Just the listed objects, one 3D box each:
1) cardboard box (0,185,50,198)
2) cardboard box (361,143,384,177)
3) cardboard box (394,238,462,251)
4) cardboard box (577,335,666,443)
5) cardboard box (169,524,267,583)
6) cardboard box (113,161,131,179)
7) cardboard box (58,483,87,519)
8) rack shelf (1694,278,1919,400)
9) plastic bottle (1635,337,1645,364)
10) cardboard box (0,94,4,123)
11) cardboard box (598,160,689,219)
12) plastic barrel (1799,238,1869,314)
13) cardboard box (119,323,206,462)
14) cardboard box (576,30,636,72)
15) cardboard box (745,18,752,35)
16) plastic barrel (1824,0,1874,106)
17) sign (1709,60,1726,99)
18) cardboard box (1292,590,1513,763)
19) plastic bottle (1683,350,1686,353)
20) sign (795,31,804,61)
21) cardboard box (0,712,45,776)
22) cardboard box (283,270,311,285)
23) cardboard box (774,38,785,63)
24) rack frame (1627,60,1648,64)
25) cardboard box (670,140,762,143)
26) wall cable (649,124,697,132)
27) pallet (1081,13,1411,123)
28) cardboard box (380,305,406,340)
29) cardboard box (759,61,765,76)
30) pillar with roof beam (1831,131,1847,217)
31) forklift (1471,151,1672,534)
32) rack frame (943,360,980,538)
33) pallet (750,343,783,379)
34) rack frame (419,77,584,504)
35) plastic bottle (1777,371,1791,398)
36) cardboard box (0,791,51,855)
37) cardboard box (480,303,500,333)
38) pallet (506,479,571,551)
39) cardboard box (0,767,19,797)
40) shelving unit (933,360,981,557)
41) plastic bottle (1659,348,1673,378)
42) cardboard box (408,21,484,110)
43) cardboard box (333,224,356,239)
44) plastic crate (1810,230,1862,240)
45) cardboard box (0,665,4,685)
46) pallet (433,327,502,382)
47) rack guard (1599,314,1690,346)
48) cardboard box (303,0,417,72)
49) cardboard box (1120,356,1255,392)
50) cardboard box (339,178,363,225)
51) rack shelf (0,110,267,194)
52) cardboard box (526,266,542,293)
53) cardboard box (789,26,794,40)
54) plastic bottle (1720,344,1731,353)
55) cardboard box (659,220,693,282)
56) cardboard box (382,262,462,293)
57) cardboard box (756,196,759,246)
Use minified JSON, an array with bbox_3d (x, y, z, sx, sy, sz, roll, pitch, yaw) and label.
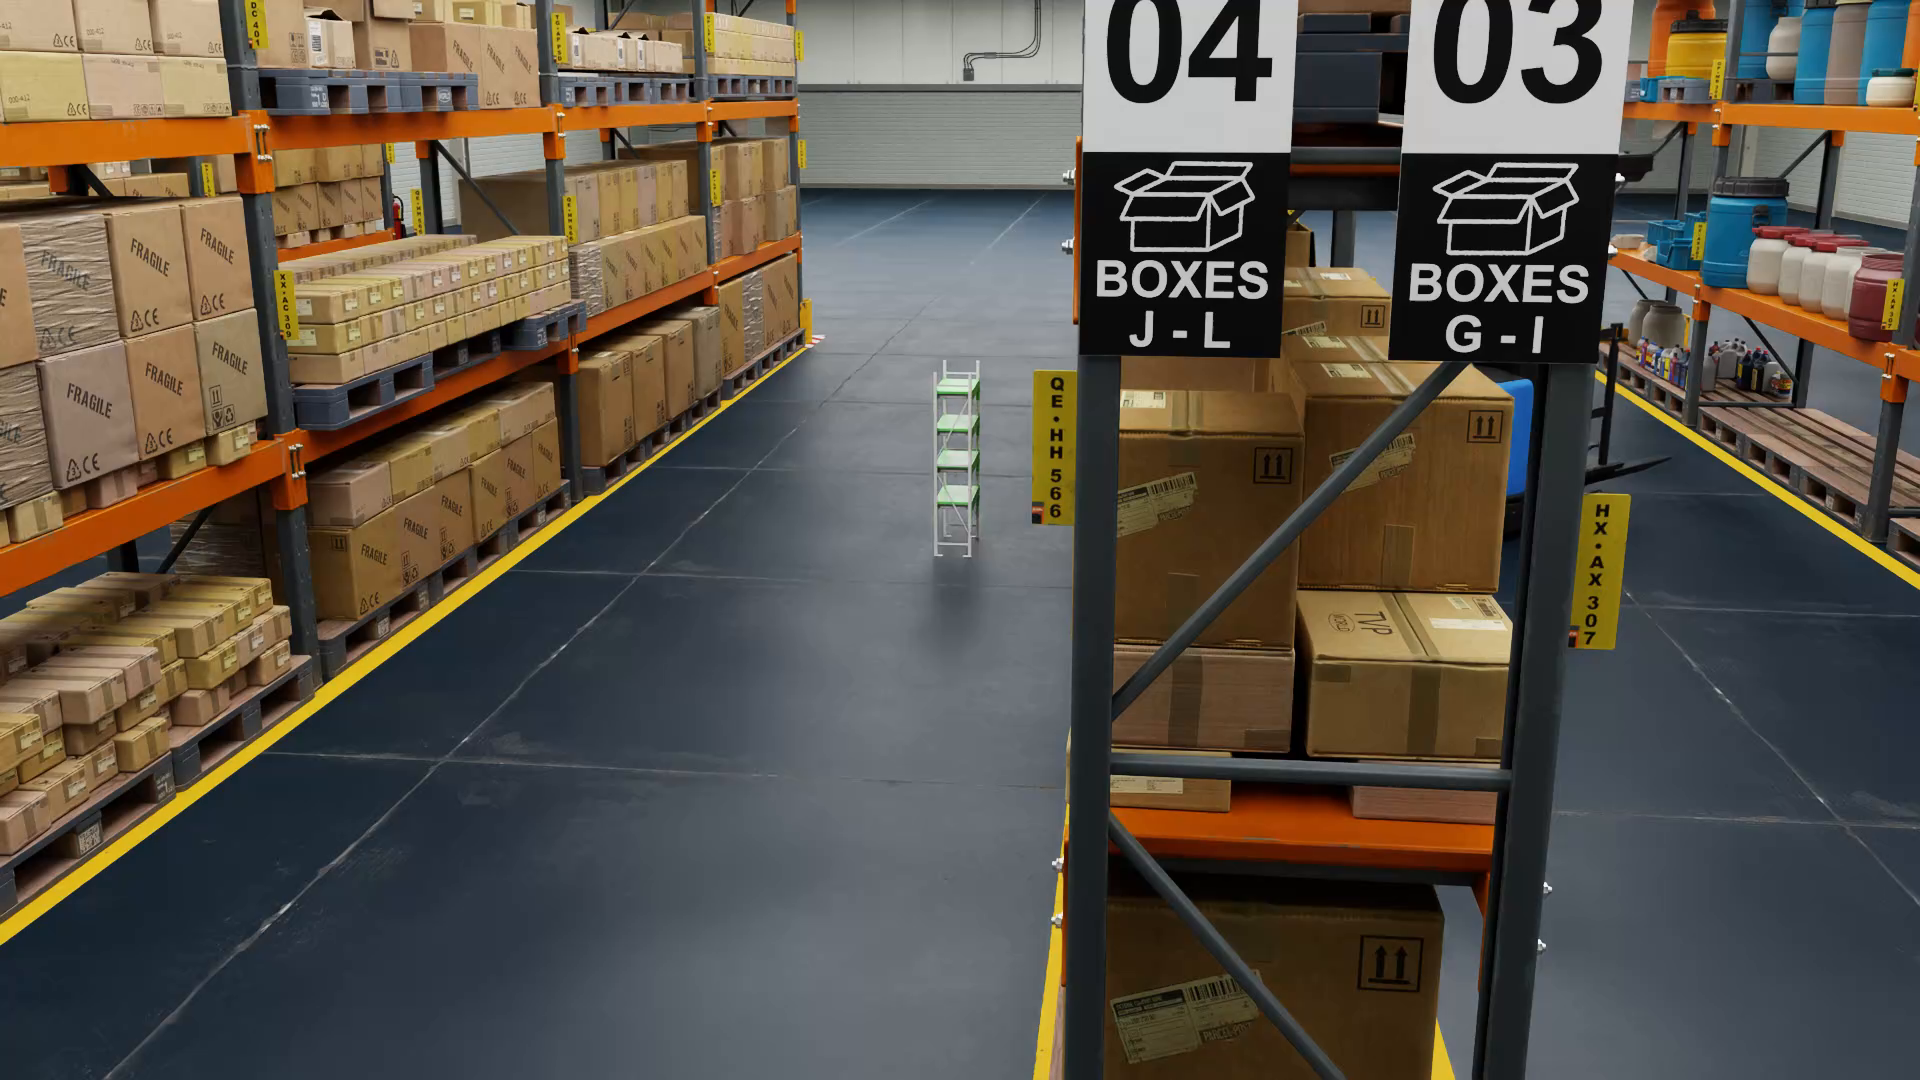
[{"bbox_3d":[-7.820,-2.641,13.617,0.500,0.500,0.500,2,15,7],"label":"cardboard box"},{"bbox_3d":[-7.144,-4.474,19.284,0.700,0.500,0.500,1,15,5],"label":"cardboard box"},{"bbox_3d":[-3.549,-1.928,11.084,0.380,0.149,0.250,1,15,5],"label":"cardboard box"},{"bbox_3d":[-3.023,-1.243,13.516,1.050,0.750,0.750,2,15,7],"label":"cardboard box"},{"bbox_3d":[-3.894,0.098,9.036,0.500,0.500,0.500,1,15,5],"label":"cardboard box"},{"bbox_3d":[-7.647,-3.303,14.822,0.380,0.149,0.250,1,15,5],"label":"cardboard box"},{"bbox_3d":[-3.674,-0.165,6.505,0.380,0.149,0.250,1,15,5],"label":"cardboard box"},{"bbox_3d":[6.788,-1.597,12.700,1.077,0.370,4.000,2,15,6],"label":"rack shelf"},{"bbox_3d":[6.950,-1.935,16.954,0.097,0.271,0.097,0,15,0],"label":"plastic bottle"},{"bbox_3d":[-3.696,-1.557,5.716,0.500,0.250,0.500,2,15,6],"label":"cardboard box"},{"bbox_3d":[-2.875,-3.183,15.080,0.700,0.500,0.500,1,15,5],"label":"cardboard box"},{"bbox_3d":[6.556,-1.984,12.494,0.433,0.535,0.433,0,15,0],"label":"plastic barrel"},{"bbox_3d":[-3.561,-0.630,6.983,0.500,0.500,0.500,1,15,5],"label":"cardboard box"},{"bbox_3d":[-2.862,-3.844,13.060,0.500,0.311,0.500,1,15,5],"label":"cardboard box"},{"bbox_3d":[-2.304,-5.158,16.703,0.380,0.149,0.250,2,15,6],"label":"cardboard box"},{"bbox_3d":[7.098,-3.845,12.928,0.600,0.901,0.600,0,15,0],"label":"plastic barrel"},{"bbox_3d":[6.468,-3.934,14.202,0.100,0.325,0.005,2,15,6],"label":"sign"},{"bbox_3d":[1.060,0.316,3.965,0.500,0.250,0.500,1,15,5],"label":"cardboard box"},{"bbox_3d":[6.962,-1.677,15.978,0.061,0.283,0.133,2,15,6],"label":"plastic bottle"},{"bbox_3d":[-1.836,-5.636,18.968,0.100,0.325,0.005,2,15,6],"label":"sign"},{"bbox_3d":[-3.653,0.750,6.161,0.380,0.149,0.250,2,15,7],"label":"cardboard box"},{"bbox_3d":[-3.786,-1.390,9.091,0.380,0.149,0.250,2,15,6],"label":"cardboard box"},{"bbox_3d":[-2.208,-5.324,18.079,0.500,0.250,0.500,2,15,6],"label":"cardboard box"},{"bbox_3d":[7.465,-6.396,17.578,1.000,3.000,0.127,2,15,6],"label":"rack frame"},{"bbox_3d":[-2.623,-4.031,17.965,0.875,0.550,0.550,2,15,6],"label":"cardboard box"},{"bbox_3d":[-8.178,-13.832,51.026,3.097,2.526,0.112,2,15,6],"label":"wall cable"},{"bbox_3d":[0.811,-1.094,3.886,1.003,0.211,1.213,2,15,6],"label":"pallet"},{"bbox_3d":[-3.170,-1.154,8.791,0.380,0.149,0.250,2,15,8],"label":"cardboard box"},{"bbox_3d":[-2.247,-4.905,17.292,0.380,0.149,0.250,2,15,7],"label":"cardboard box"},{"bbox_3d":[16.520,-12.249,39.222,9.100,9.000,0.400,2,15,6],"label":"pillar with roof beam"},{"bbox_3d":[4.027,-1.658,11.679,3.031,2.935,1.130,-12,19,-37],"label":"forklift"},{"bbox_3d":[0.009,-0.600,11.081,0.240,1.200,0.015,2,15,6],"label":"rack frame"},{"bbox_3d":[-2.526,-1.947,17.959,1.003,0.211,1.213,2,15,6],"label":"pallet"},{"bbox_3d":[-3.276,-1.744,11.864,1.000,3.000,0.127,2,15,6],"label":"rack frame"},{"bbox_3d":[7.485,-1.428,15.081,0.097,0.271,0.097,0,15,0],"label":"plastic bottle"},{"bbox_3d":[-3.646,1.049,6.193,0.380,0.149,0.250,1,15,4],"label":"cardboard box"},{"bbox_3d":[-3.025,-1.351,10.089,0.380,0.149,0.250,2,15,8],"label":"cardboard box"},{"bbox_3d":[-3.366,-0.195,11.479,1.003,0.211,1.213,2,15,6],"label":"pallet"},{"bbox_3d":[-3.776,0.891,6.209,0.380,0.149,0.250,2,15,9],"label":"cardboard box"},{"bbox_3d":[-0.019,-0.536,10.847,0.258,1.200,0.503,2,15,6],"label":"shelving unit"},{"bbox_3d":[6.880,-1.712,16.121,0.152,0.276,0.135,2,15,7],"label":"plastic bottle"},{"bbox_3d":[-3.192,-2.825,9.924,0.500,0.500,0.500,2,15,6],"label":"cardboard box"},{"bbox_3d":[-7.101,-3.511,18.882,0.380,0.149,0.250,2,15,7],"label":"cardboard box"},{"bbox_3d":[7.263,-2.359,14.018,0.402,0.464,0.583,2,15,6],"label":"plastic crate"},{"bbox_3d":[-4.107,0.605,6.695,0.380,0.149,0.250,1,15,4],"label":"cardboard box"},{"bbox_3d":[-3.459,-1.136,9.986,1.003,0.211,1.213,2,15,6],"label":"pallet"},{"bbox_3d":[7.503,-2.273,18.609,1.175,0.500,0.348,2,15,6],"label":"rack guard"},{"bbox_3d":[-3.423,-2.804,9.035,0.797,0.503,0.637,1,15,6],"label":"cardboard box"},{"bbox_3d":[0.764,-0.588,5.871,0.500,0.500,0.500,1,15,4],"label":"cardboard box"},{"bbox_3d":[-7.152,-3.851,18.897,0.500,0.500,0.500,2,15,6],"label":"cardboard box"},{"bbox_3d":[-3.953,-1.288,5.812,1.077,0.370,4.000,2,15,6],"label":"rack shelf"},{"bbox_3d":[-2.935,-1.690,10.771,0.380,0.149,0.250,2,15,8],"label":"cardboard box"},{"bbox_3d":[-2.074,-5.684,18.647,0.380,0.149,0.250,2,15,7],"label":"cardboard box"},{"bbox_3d":[7.622,-1.808,16.478,0.152,0.276,0.135,1,15,5],"label":"plastic bottle"},{"bbox_3d":[-2.675,-2.555,14.674,0.500,0.500,0.500,2,15,6],"label":"cardboard box"},{"bbox_3d":[-3.081,-1.499,9.496,0.380,0.149,0.250,2,15,8],"label":"cardboard box"},{"bbox_3d":[-2.617,-3.370,17.591,0.875,0.550,0.500,2,15,6],"label":"cardboard box"}]
